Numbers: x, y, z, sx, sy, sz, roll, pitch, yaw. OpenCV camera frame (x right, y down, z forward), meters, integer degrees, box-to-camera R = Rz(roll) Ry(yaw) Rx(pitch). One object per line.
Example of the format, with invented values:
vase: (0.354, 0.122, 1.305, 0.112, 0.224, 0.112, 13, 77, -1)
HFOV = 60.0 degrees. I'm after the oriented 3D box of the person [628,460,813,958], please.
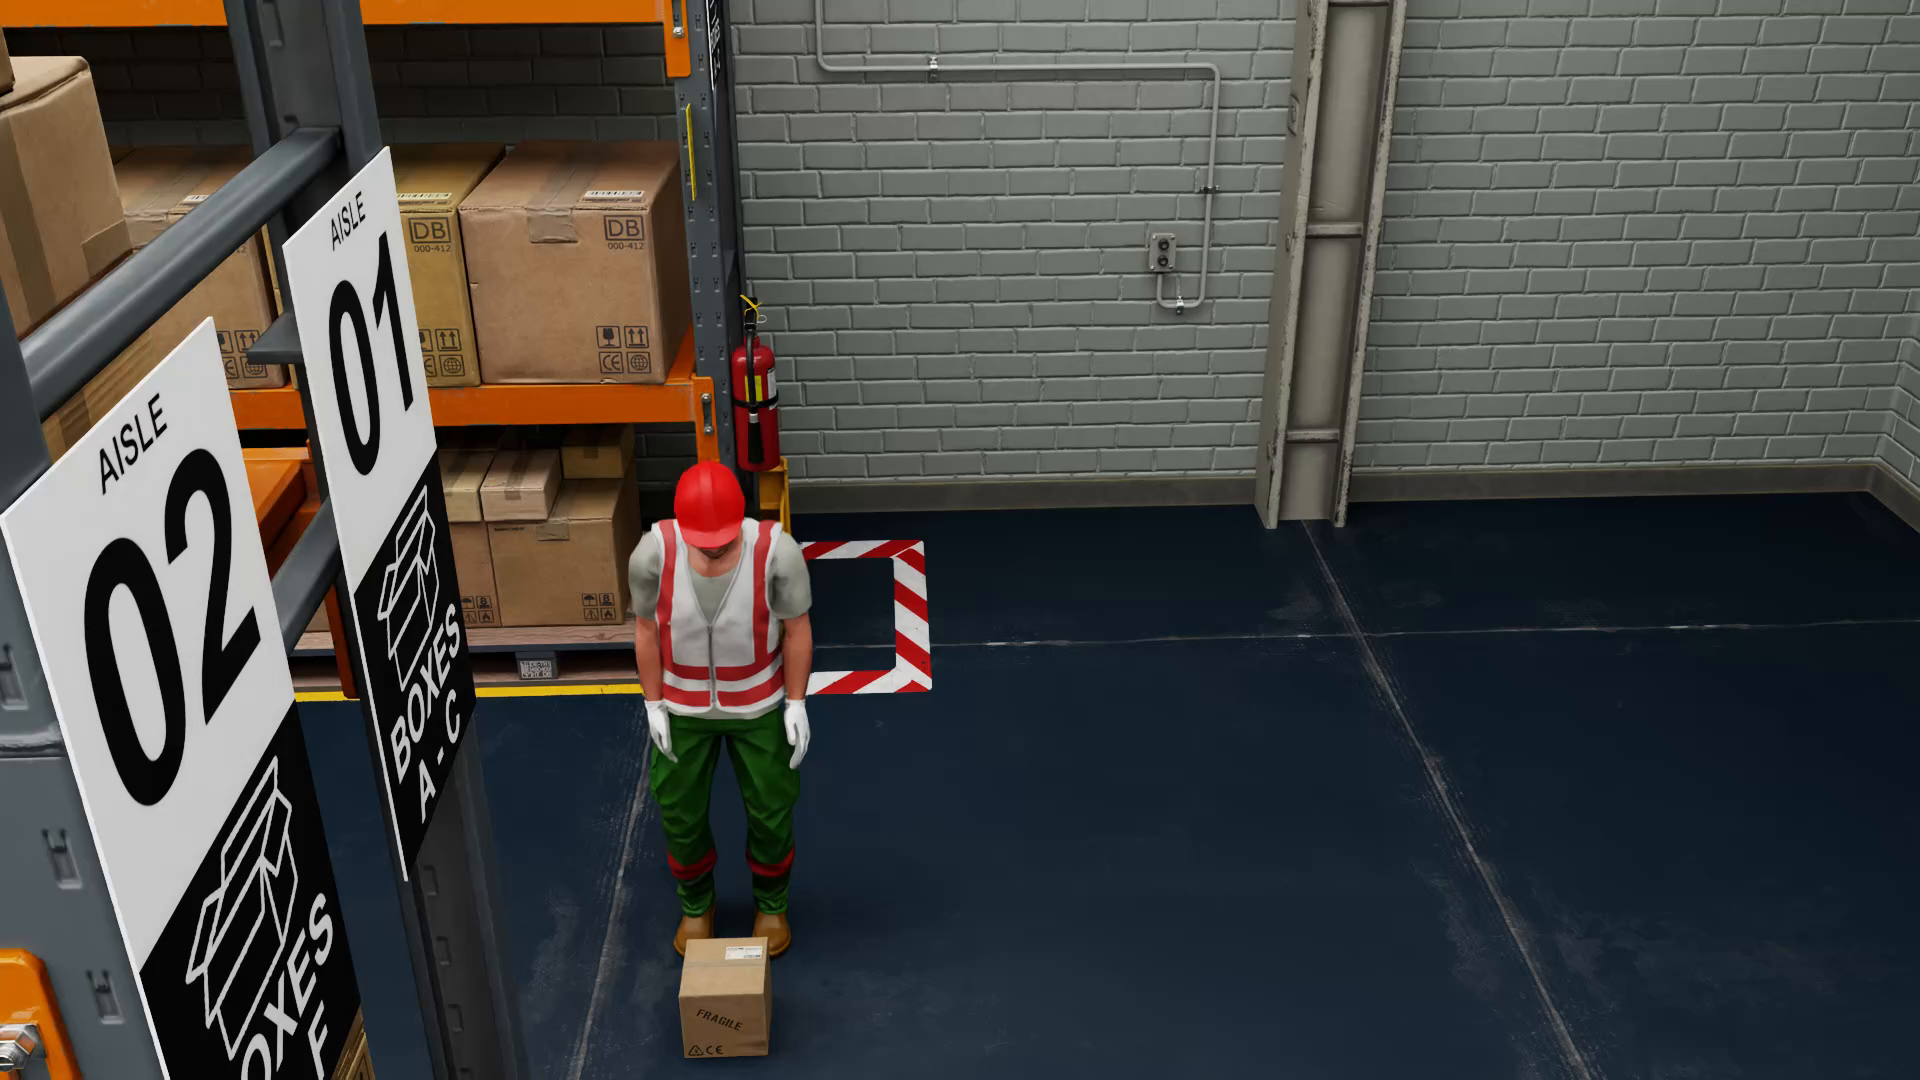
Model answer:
person: (-0.714, 0.529, 5.120, 0.541, 1.744, 0.443, -1, 27, -1)
